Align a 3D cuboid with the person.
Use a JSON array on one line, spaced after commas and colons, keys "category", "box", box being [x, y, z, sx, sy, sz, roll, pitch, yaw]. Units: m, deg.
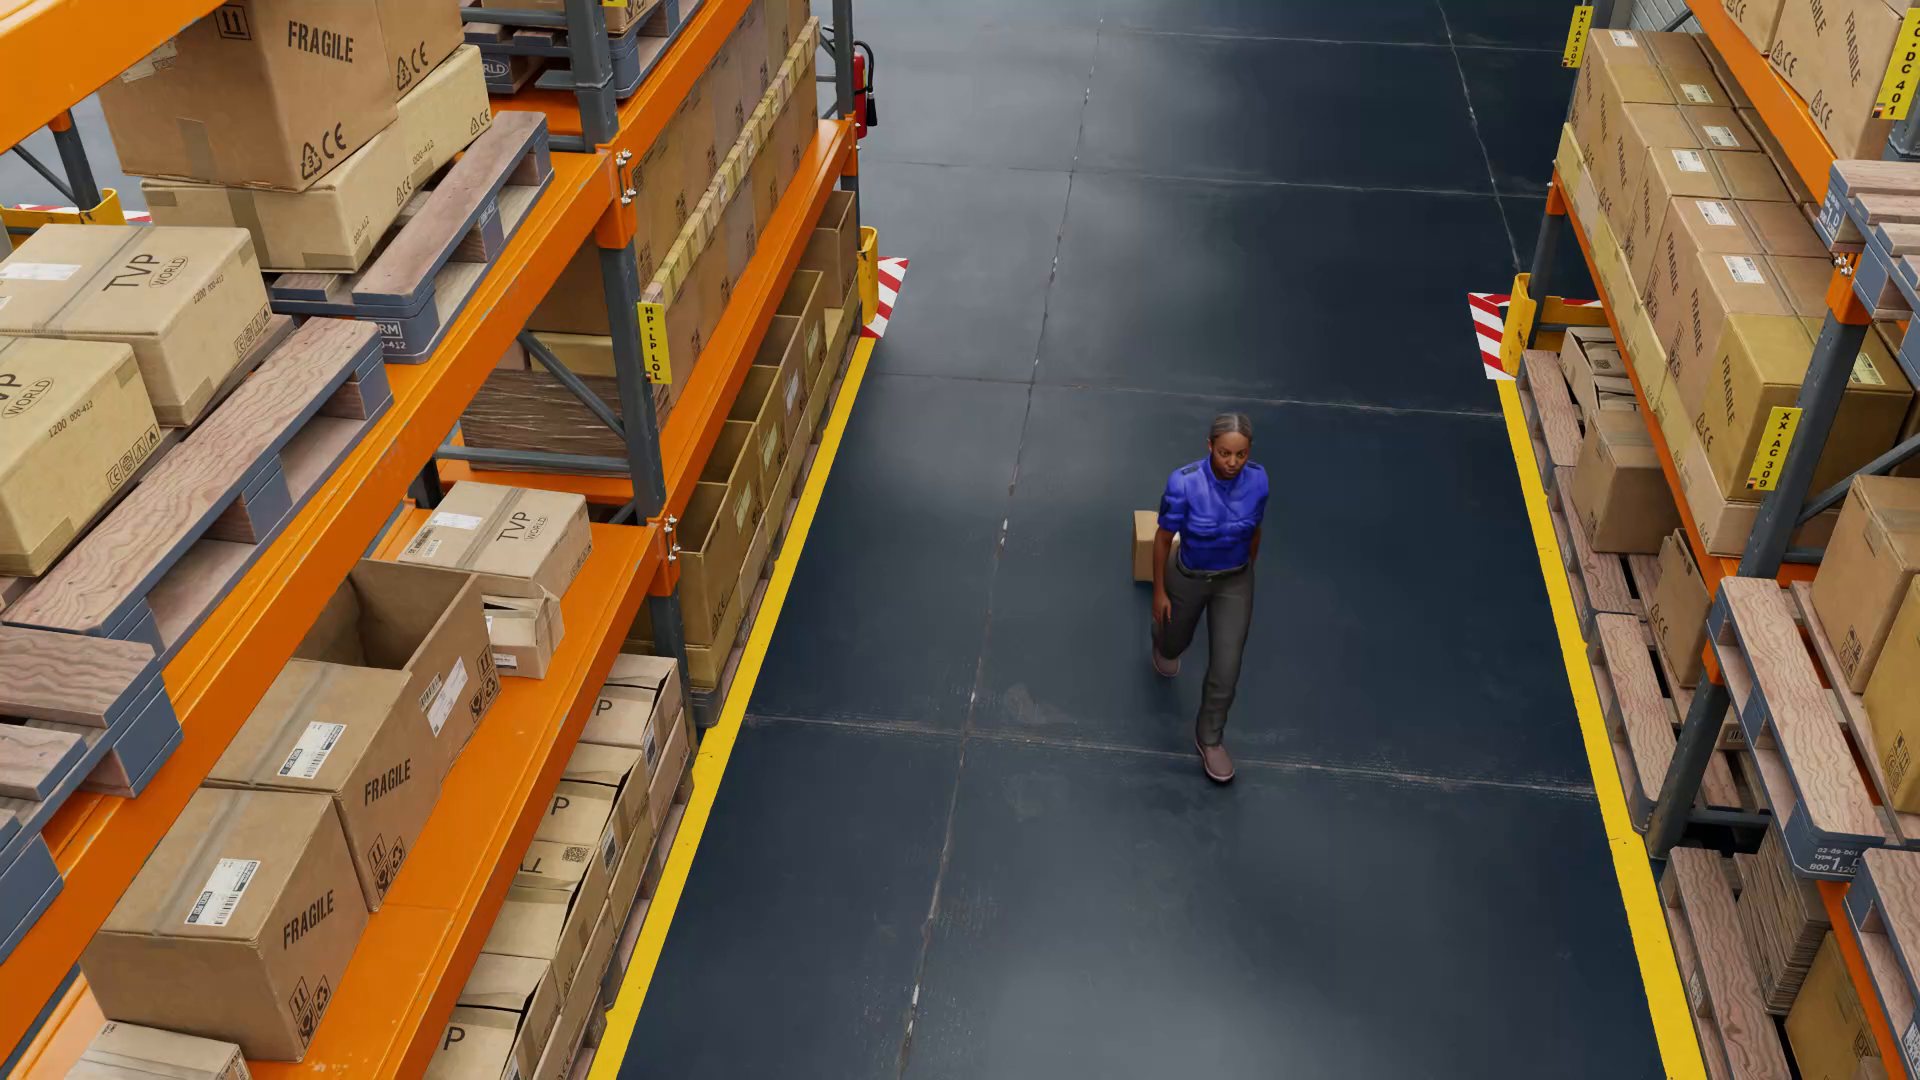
[{"category": "person", "box": [0.995, 0.126, 6.861, 0.459, 1.617, 0.882, -3, 36, -4]}]
